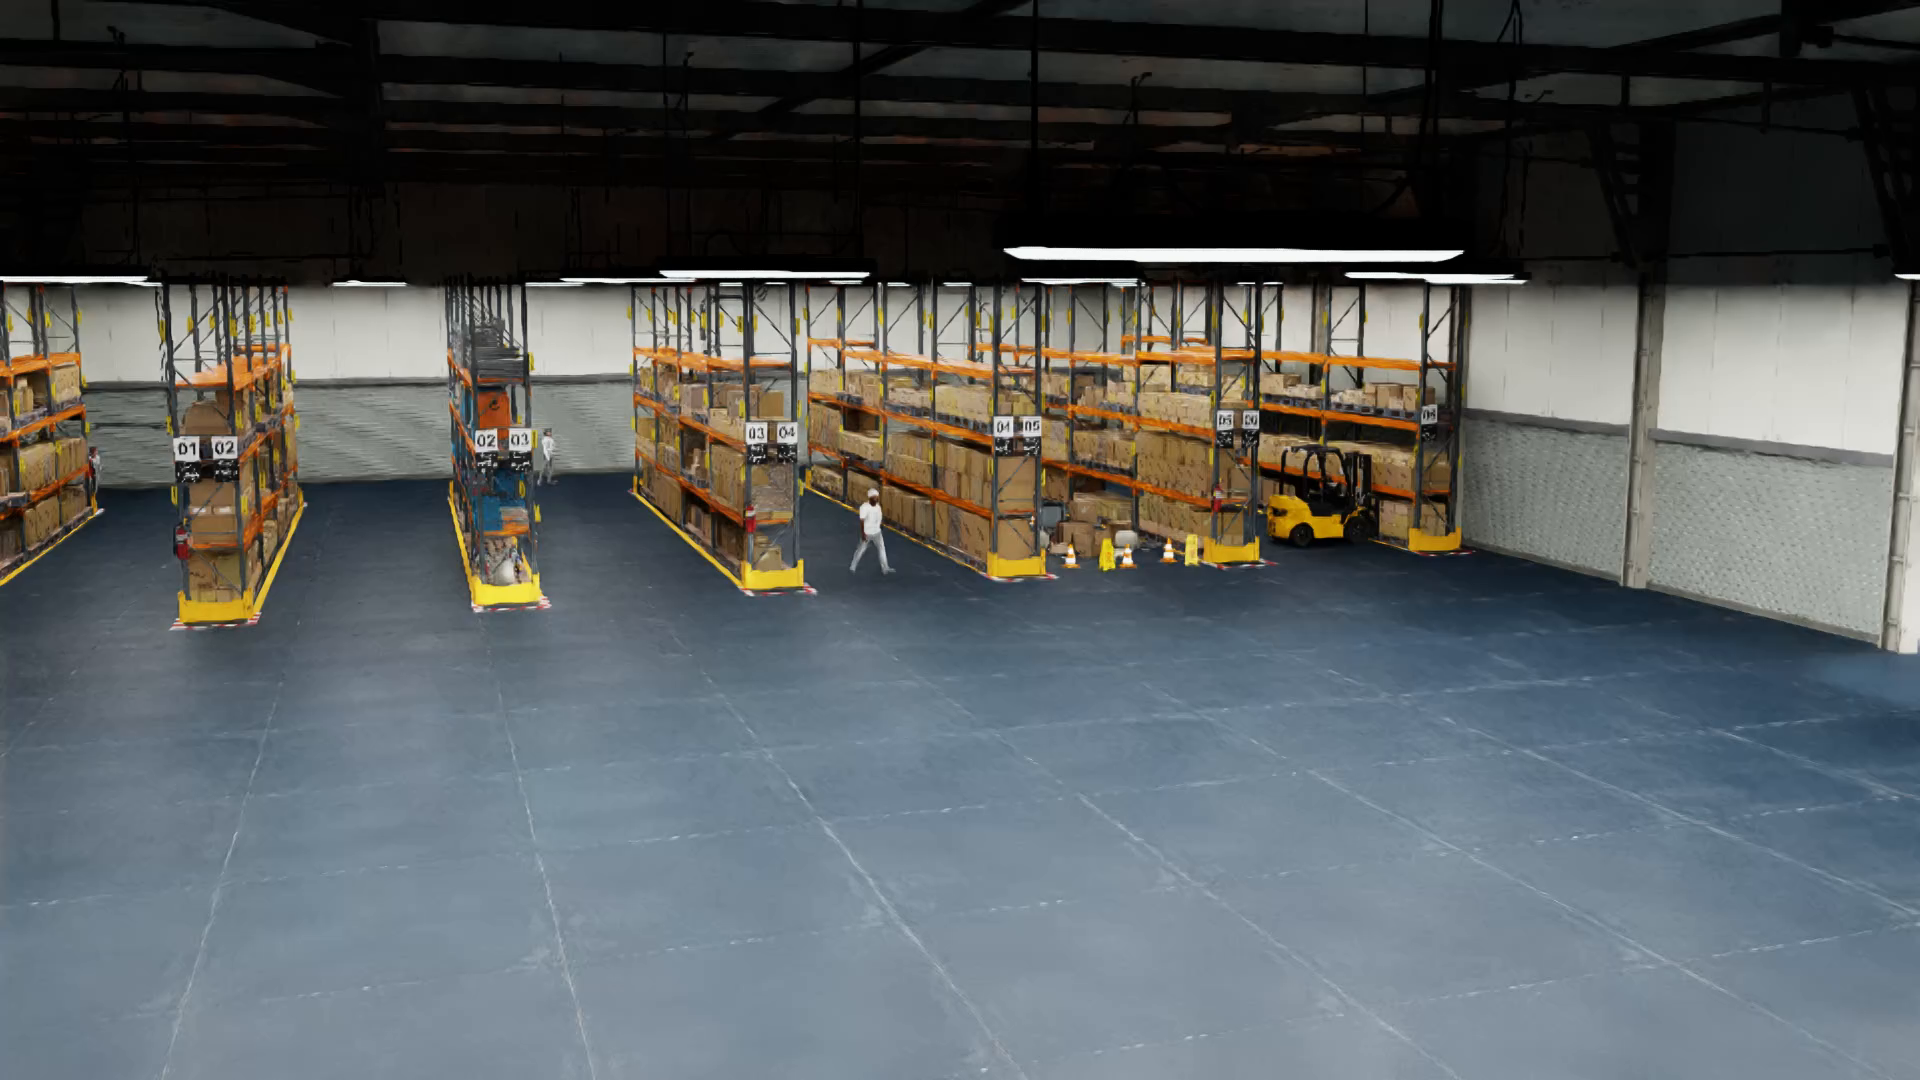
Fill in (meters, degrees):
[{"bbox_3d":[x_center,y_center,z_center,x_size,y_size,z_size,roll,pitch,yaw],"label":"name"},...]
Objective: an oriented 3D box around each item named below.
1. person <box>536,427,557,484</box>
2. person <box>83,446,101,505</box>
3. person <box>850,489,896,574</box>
[{"bbox_3d":[-12.206,-2.474,48.948,0.452,1.671,0.642,3,9,20],"label":"person"},{"bbox_3d":[-23.040,-1.706,44.101,0.477,1.590,0.478,5,10,32],"label":"person"},{"bbox_3d":[-1.796,-0.172,33.494,0.591,1.739,0.939,-8,12,-44],"label":"person"}]
